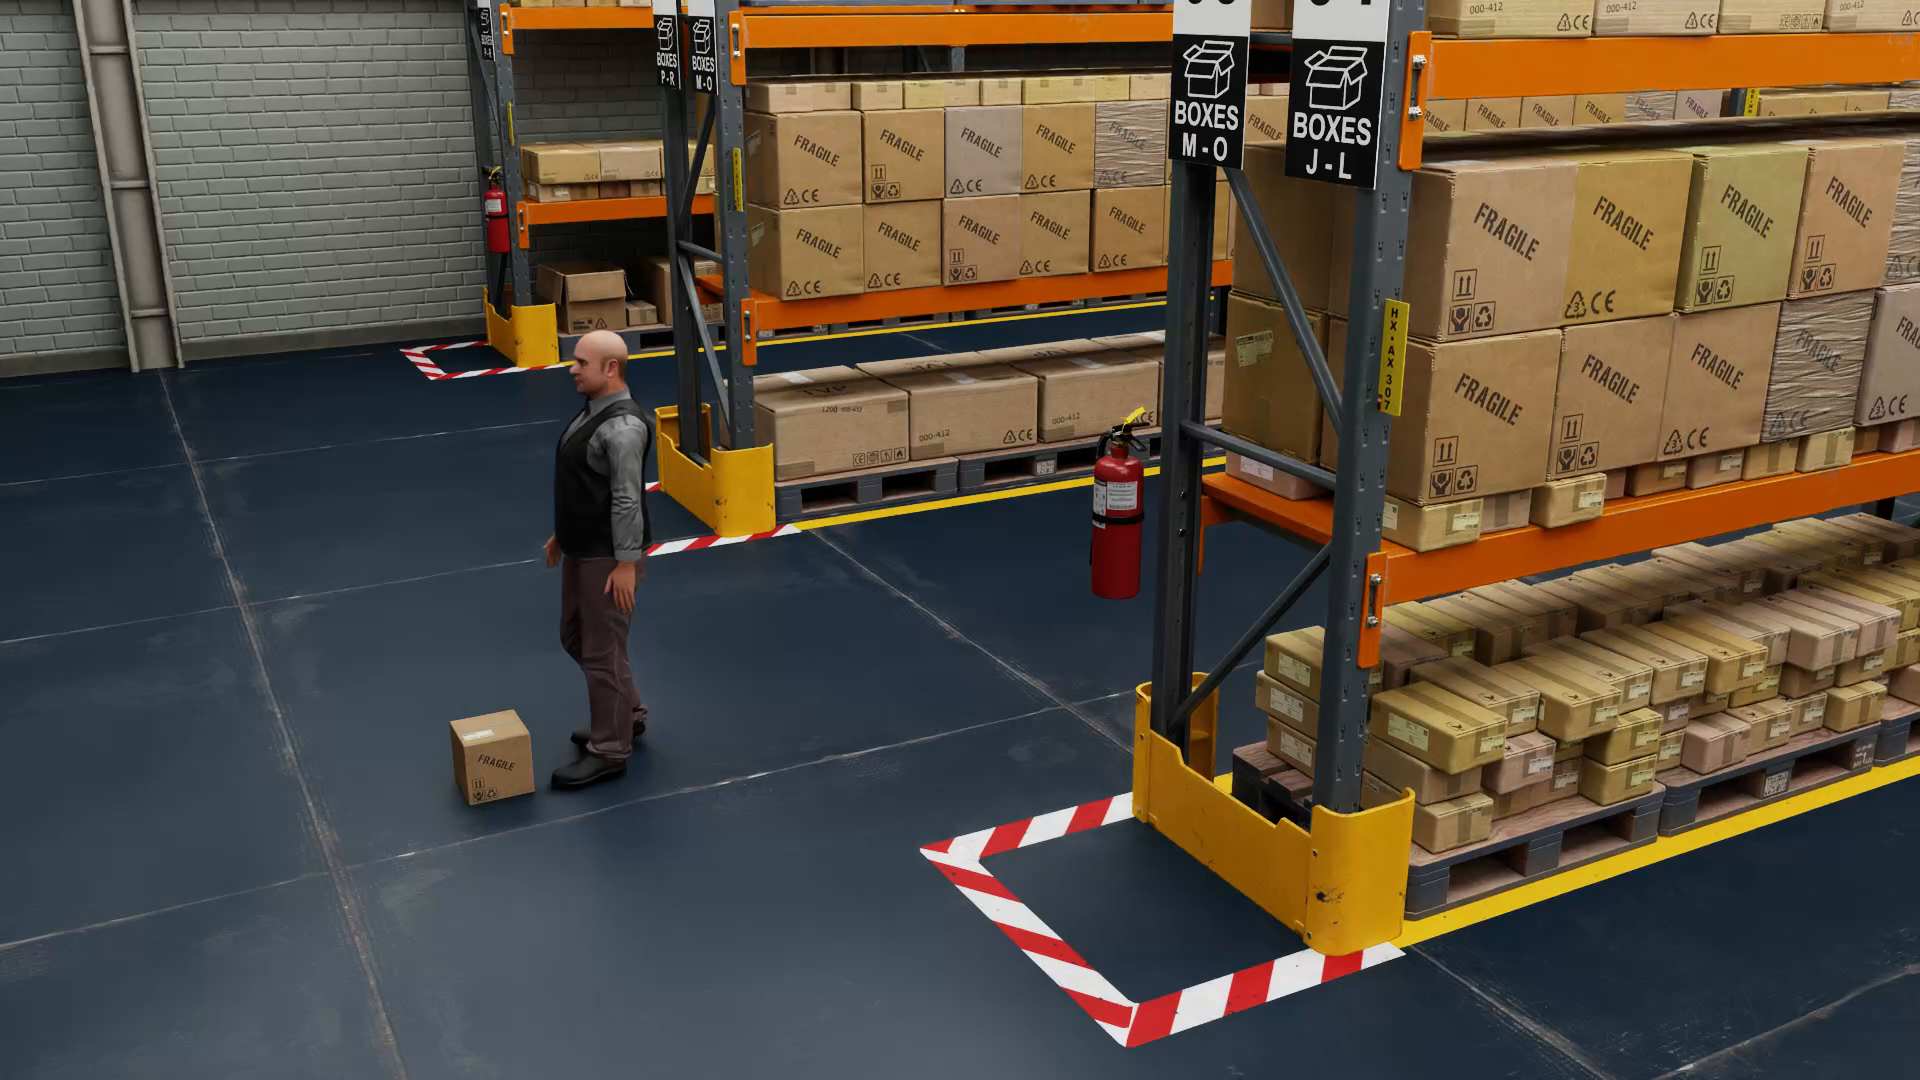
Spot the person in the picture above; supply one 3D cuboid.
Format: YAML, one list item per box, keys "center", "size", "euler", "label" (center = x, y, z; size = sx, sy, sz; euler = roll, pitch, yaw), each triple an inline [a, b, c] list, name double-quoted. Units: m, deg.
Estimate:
- center: [-1.416, 0.060, 6.377]
  size: [0.480, 1.733, 0.572]
  euler: [-7, 20, -21]
  label: "person"
